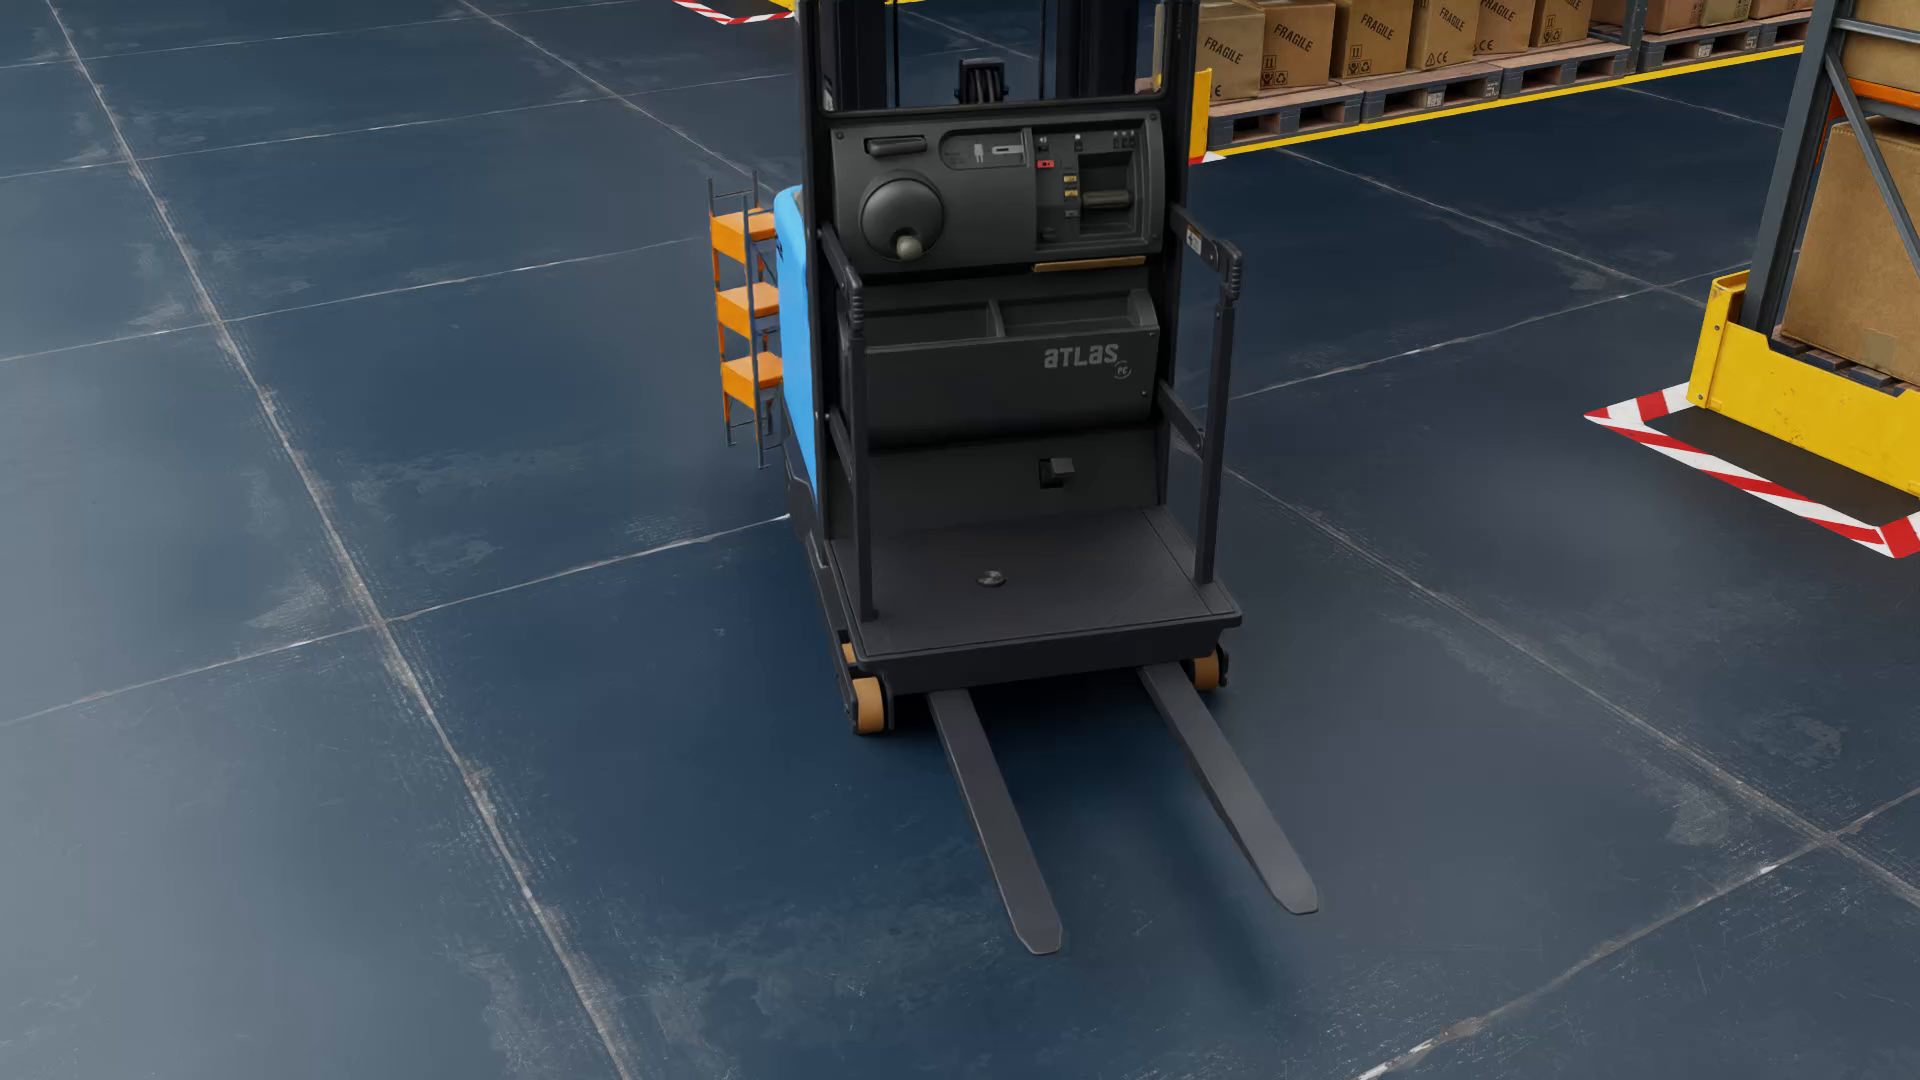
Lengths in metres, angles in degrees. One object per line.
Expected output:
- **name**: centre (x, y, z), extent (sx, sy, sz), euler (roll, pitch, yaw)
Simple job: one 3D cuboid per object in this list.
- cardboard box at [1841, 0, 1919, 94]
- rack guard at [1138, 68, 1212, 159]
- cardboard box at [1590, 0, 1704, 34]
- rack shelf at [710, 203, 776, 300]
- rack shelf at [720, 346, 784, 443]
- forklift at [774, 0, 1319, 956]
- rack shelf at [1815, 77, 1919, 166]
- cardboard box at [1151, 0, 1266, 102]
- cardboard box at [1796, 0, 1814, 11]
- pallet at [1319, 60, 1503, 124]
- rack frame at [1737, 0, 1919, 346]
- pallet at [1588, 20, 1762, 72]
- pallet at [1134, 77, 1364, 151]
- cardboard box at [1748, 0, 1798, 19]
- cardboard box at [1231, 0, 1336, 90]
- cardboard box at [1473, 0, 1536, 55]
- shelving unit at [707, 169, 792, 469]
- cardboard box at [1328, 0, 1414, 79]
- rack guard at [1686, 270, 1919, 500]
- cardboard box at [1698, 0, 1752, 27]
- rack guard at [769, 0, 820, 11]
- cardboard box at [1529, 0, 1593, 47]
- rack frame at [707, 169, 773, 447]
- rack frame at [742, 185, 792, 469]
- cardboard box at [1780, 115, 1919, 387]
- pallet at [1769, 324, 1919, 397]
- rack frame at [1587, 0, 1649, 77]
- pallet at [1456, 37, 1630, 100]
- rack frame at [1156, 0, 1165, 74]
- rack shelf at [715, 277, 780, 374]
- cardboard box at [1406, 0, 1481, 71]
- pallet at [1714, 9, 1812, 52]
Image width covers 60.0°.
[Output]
- **cardboard box**: centre (3.704, -1.876, 5.889), extent (0.550, 0.550, 0.875), euler (-16, 33, -26)
- **rack guard**: centre (1.047, -2.715, 10.153), extent (0.348, 0.500, 1.175), euler (-16, 33, -26)
- **cardboard box**: centre (4.971, -4.010, 12.043), extent (0.500, 0.500, 0.700), euler (-19, 34, -30)
- **rack shelf**: centre (-0.743, -1.041, 5.984), extent (0.215, 0.259, 0.240), euler (-20, 35, -31)
- **rack shelf**: centre (-0.743, -0.549, 6.255), extent (0.215, 0.259, 0.240), euler (-20, 35, -31)
- **forklift**: centre (0.161, -0.928, 4.398), extent (1.130, 2.935, 3.031), euler (-6, 29, -11)
- **rack shelf**: centre (5.132, -1.875, 6.787), extent (4.000, 0.370, 1.077), euler (-16, 33, -26)
- **cardboard box**: centre (1.528, -3.027, 10.282), extent (0.500, 0.500, 0.500), euler (-10, 30, -17)
- **cardboard box**: centre (6.354, -4.393, 12.737), extent (0.500, 0.500, 0.700), euler (-13, 31, -22)
- **pallet**: centre (2.816, -3.070, 11.094), extent (1.213, 0.211, 1.003), euler (-16, 33, -26)
- **rack frame**: centre (3.407, -1.700, 5.726), extent (0.127, 3.000, 1.000), euler (-16, 33, -26)
- **pallet**: centre (5.101, -3.741, 12.310), extent (1.213, 0.211, 1.003), euler (-16, 33, -26)
- **pallet**: centre (1.765, -2.773, 10.556), extent (1.213, 0.211, 1.003), euler (-16, 33, -26)
- **cardboard box**: centre (5.873, -4.256, 12.489), extent (0.500, 0.500, 0.700), euler (-19, 34, -30)
- **cardboard box**: centre (2.026, -3.187, 10.573), extent (0.500, 0.500, 0.500), euler (-8, 30, -13)
- **cardboard box**: centre (3.575, -3.635, 11.385), extent (0.500, 0.500, 0.500), euler (-6, 29, -11)
- **shelving unit**: centre (-0.743, -0.802, 6.116), extent (0.215, 1.050, 0.252), euler (-20, 35, -31)
- **cardboard box**: centre (2.576, -3.332, 10.836), extent (0.500, 0.500, 0.500), euler (-13, 31, -22)
- **rack guard**: centre (3.387, -0.600, 6.320), extent (0.348, 0.500, 1.175), euler (-16, 33, -26)
- **cardboard box**: centre (5.391, -4.119, 12.241), extent (0.500, 0.500, 0.700), euler (-16, 33, -27)
- **rack guard**: centre (-1.486, -4.798, 13.927), extent (0.348, 0.500, 1.175), euler (-16, 33, -26)
- **cardboard box**: centre (4.065, -3.779, 11.645), extent (0.500, 0.500, 0.500), euler (-17, 33, -28)
- **rack frame**: centre (-0.816, -0.849, 6.202), extent (0.200, 1.050, 0.008), euler (-20, 35, -31)
- **rack frame**: centre (-0.670, -0.754, 6.030), extent (0.200, 1.050, 0.008), euler (-20, 35, -31)
- **cardboard box**: centre (3.958, -1.147, 6.489), extent (0.875, 0.875, 0.875), euler (-16, 33, -26)
- **pallet**: centre (4.057, -0.708, 6.814), extent (1.213, 0.211, 1.003), euler (-16, 33, -26)
- **rack frame**: centre (4.430, -4.770, 11.289), extent (0.127, 3.000, 1.000), euler (-16, 33, -26)
- **pallet**: centre (3.869, -3.370, 11.639), extent (1.213, 0.211, 1.003), euler (-16, 33, -26)
- **rack frame**: centre (0.982, -3.791, 9.515), extent (0.127, 3.000, 1.000), euler (-16, 33, -26)
- **rack shelf**: centre (-0.743, -0.792, 6.121), extent (0.215, 0.259, 0.240), euler (-20, 35, -31)
- **cardboard box**: centre (3.080, -3.450, 11.050), extent (0.500, 0.500, 0.500), euler (-19, 34, -31)
- **pallet**: centre (6.154, -4.041, 12.854), extent (1.213, 0.211, 1.003), euler (-16, 33, -26)
